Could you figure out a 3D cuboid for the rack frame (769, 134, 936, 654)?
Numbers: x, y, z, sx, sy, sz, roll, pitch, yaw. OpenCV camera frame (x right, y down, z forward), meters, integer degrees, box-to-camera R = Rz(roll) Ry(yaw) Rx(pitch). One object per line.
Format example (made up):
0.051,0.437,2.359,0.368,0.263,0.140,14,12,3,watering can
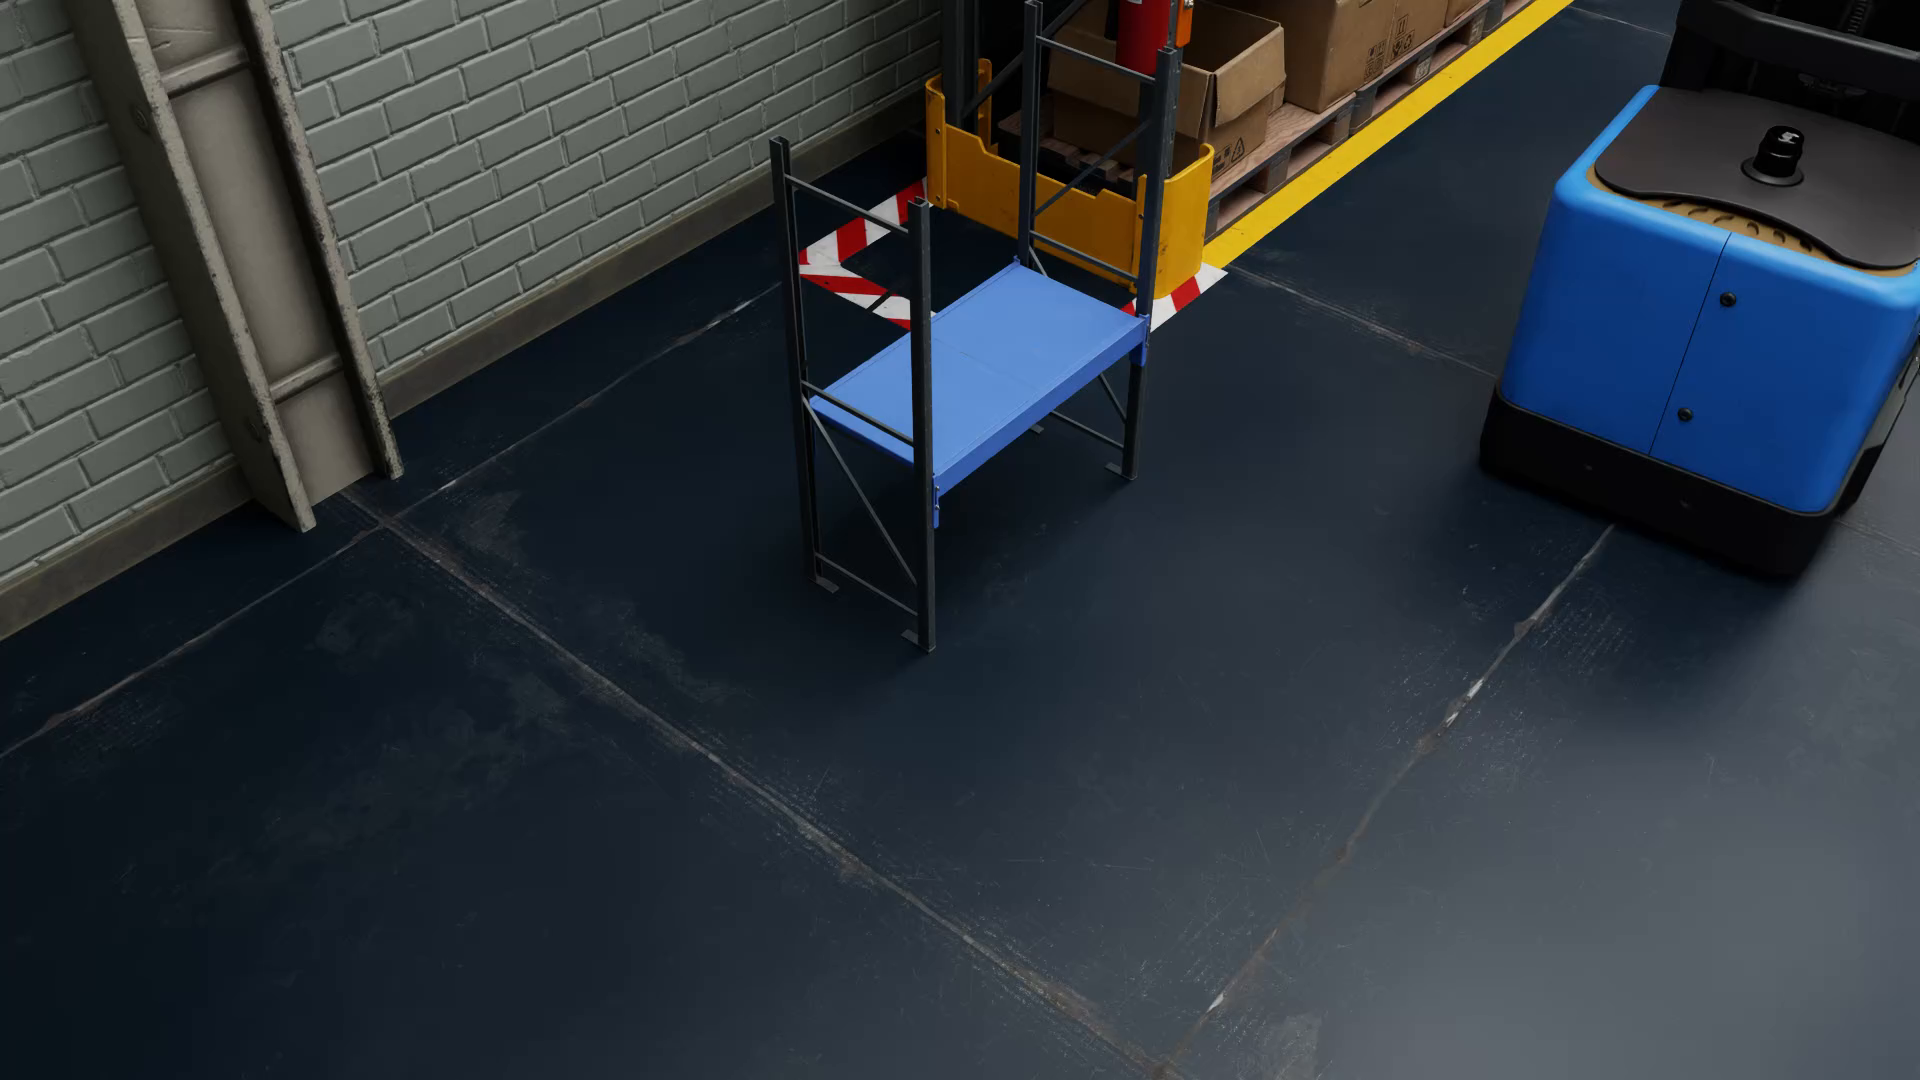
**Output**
-0.272,-0.337,4.506,0.500,1.500,0.032,29,50,28,rack frame

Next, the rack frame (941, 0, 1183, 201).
0.348,-2.296,5.546,1.000,3.000,0.127,29,50,28,rack frame

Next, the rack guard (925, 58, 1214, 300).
0.397,-1.411,6.430,1.175,0.500,0.348,29,50,28,rack guard

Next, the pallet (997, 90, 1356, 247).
0.910,-1.715,6.979,1.003,0.211,1.213,29,50,28,pallet

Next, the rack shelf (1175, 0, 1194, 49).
1.635,-3.060,6.920,1.077,0.370,4.000,29,50,28,rack shelf

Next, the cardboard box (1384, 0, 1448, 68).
1.811,-2.453,7.264,0.500,0.500,0.500,30,50,29,cardboard box

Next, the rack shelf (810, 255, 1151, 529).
0.055,-0.466,4.915,0.538,0.185,1.000,29,50,28,rack shelf

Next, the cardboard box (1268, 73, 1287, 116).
1.118,-1.873,6.887,0.380,0.149,0.250,28,49,27,cardboard box

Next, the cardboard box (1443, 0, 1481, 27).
2.063,-2.759,7.600,0.700,0.500,0.500,28,49,27,cardboard box

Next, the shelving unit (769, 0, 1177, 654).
0.055,-0.599,4.794,0.538,1.500,1.048,29,50,28,shelving unit

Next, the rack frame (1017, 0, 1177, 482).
0.382,-0.861,5.082,0.500,1.500,0.032,29,50,28,rack frame

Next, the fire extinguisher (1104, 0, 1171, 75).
0.607,-1.854,5.394,0.296,0.674,0.183,29,50,28,fire extinguisher

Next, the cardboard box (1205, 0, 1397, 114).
1.394,-2.224,7.012,0.700,0.500,0.500,32,51,30,cardboard box

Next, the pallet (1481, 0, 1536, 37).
2.480,-2.971,8.361,1.003,0.211,1.213,29,50,28,pallet

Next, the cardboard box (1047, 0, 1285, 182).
0.815,-1.802,6.546,0.797,0.503,0.637,28,49,27,cardboard box

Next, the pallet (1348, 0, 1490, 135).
1.695,-2.340,7.667,1.003,0.211,1.213,29,50,28,pallet

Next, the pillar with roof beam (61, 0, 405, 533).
1.218,-1.654,0.380,9.100,9.000,0.400,29,50,28,pillar with roof beam

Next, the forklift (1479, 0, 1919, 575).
2.986,-1.926,5.190,1.130,2.935,3.031,26,48,26,forklift
